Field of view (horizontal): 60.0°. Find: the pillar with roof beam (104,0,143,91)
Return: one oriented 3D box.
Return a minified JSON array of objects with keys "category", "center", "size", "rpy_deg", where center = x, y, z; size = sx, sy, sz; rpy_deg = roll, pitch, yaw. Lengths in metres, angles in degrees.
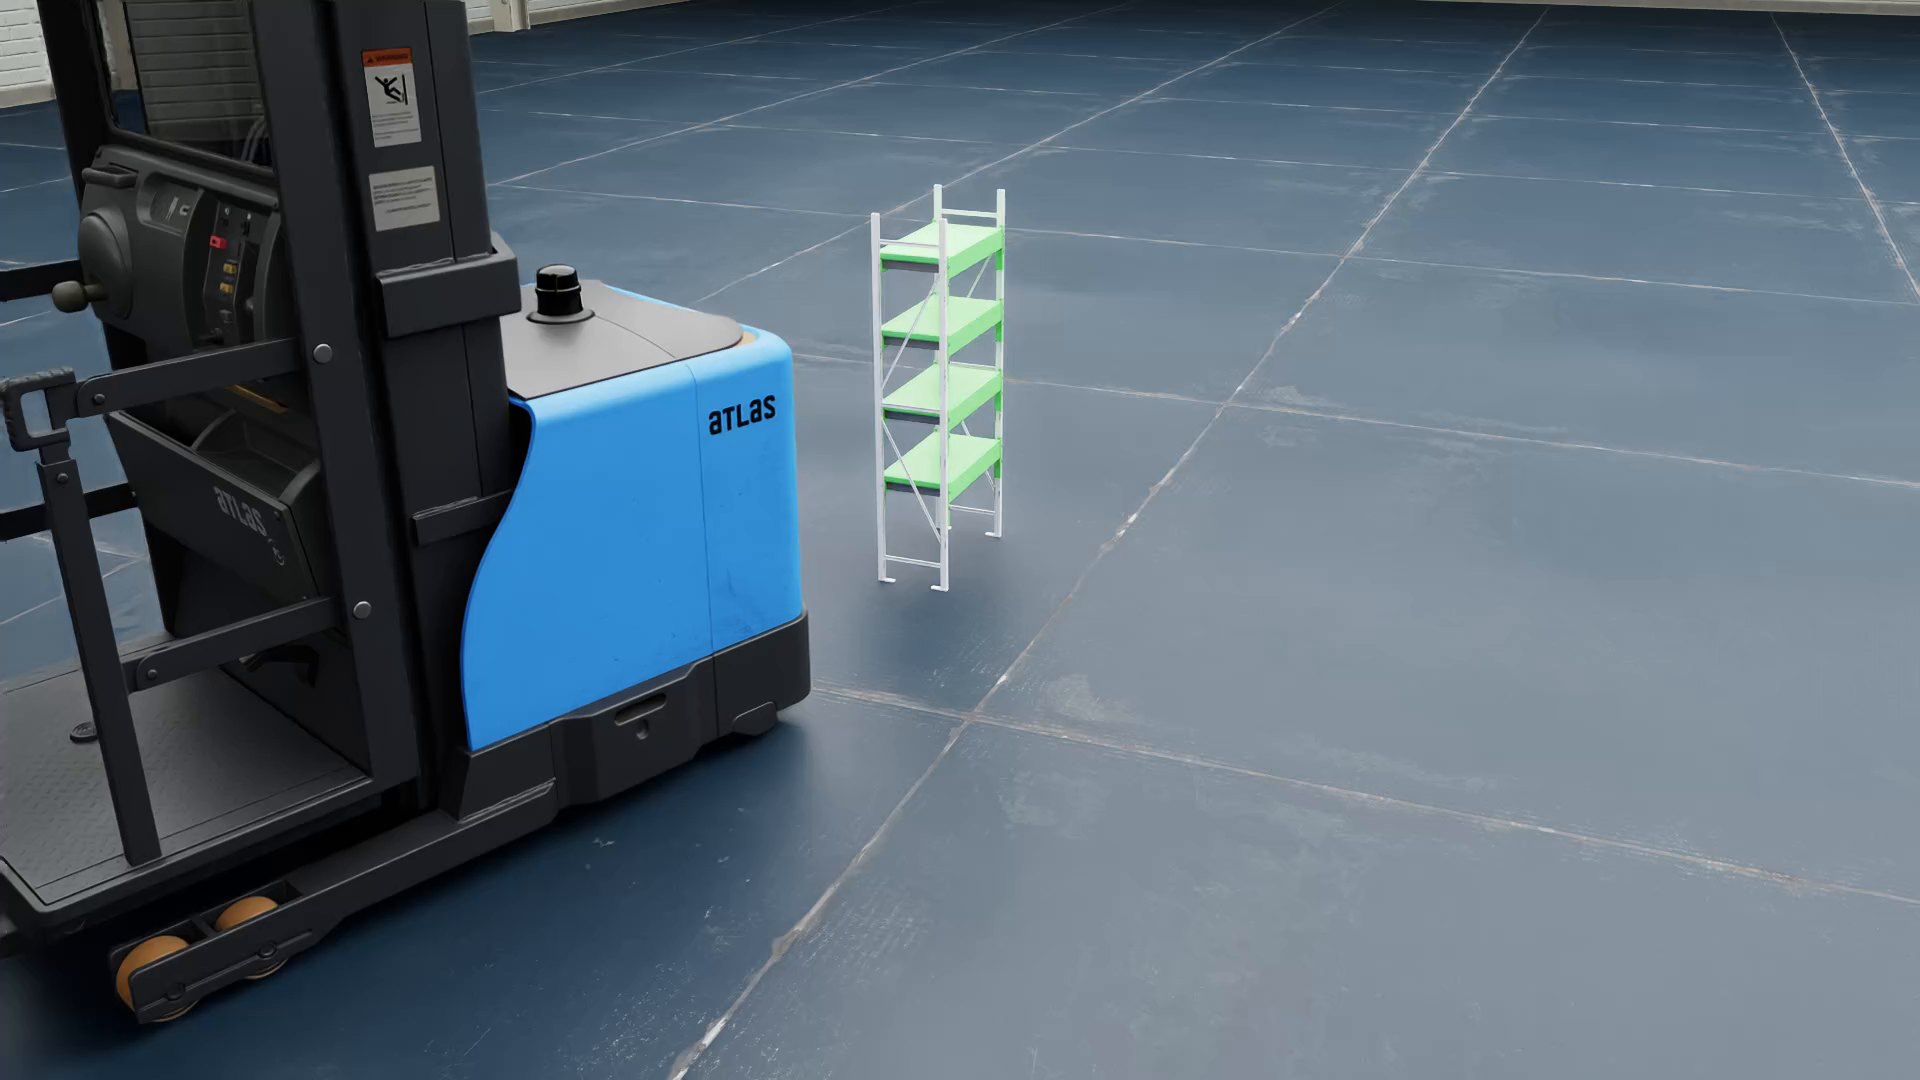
[{"category":"pillar with roof beam","center":[-4.065,-8.028,13.295],"size":[9.100,9.000,0.400],"rpy_deg":[9,24,20]}]

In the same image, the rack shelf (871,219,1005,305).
[{"category":"rack shelf","center":[-0.062,-0.878,5.217],"size":[0.258,0.148,0.480],"rpy_deg":[9,24,20]}]

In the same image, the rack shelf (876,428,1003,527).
[{"category":"rack shelf","center":[-0.061,-0.214,5.494],"size":[0.258,0.148,0.480],"rpy_deg":[9,24,20]}]

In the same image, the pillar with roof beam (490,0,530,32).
[{"category":"pillar with roof beam","center":[-1.837,-10.176,18.436],"size":[9.100,9.000,0.400],"rpy_deg":[9,24,20]}]

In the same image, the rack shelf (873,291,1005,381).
[{"category":"rack shelf","center":[-0.061,-0.657,5.309],"size":[0.258,0.148,0.480],"rpy_deg":[9,24,20]}]

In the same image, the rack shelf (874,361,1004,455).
[{"category":"rack shelf","center":[-0.061,-0.435,5.402],"size":[0.258,0.148,0.480],"rpy_deg":[9,24,20]}]

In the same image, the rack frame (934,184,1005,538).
[{"category":"rack frame","center":[0.029,-0.582,5.586],"size":[0.240,1.200,0.015],"rpy_deg":[9,24,20]}]

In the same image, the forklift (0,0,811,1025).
[{"category":"forklift","center":[-1.793,-0.593,3.367],"size":[1.130,2.935,3.031],"rpy_deg":[20,30,40]}]

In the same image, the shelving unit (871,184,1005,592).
[{"category":"shelving unit","center":[-0.061,-0.494,5.377],"size":[0.258,1.200,0.503],"rpy_deg":[9,24,20]}]

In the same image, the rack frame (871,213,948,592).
[{"category":"rack frame","center":[-0.152,-0.407,5.168],"size":[0.240,1.200,0.015],"rpy_deg":[9,24,20]}]
